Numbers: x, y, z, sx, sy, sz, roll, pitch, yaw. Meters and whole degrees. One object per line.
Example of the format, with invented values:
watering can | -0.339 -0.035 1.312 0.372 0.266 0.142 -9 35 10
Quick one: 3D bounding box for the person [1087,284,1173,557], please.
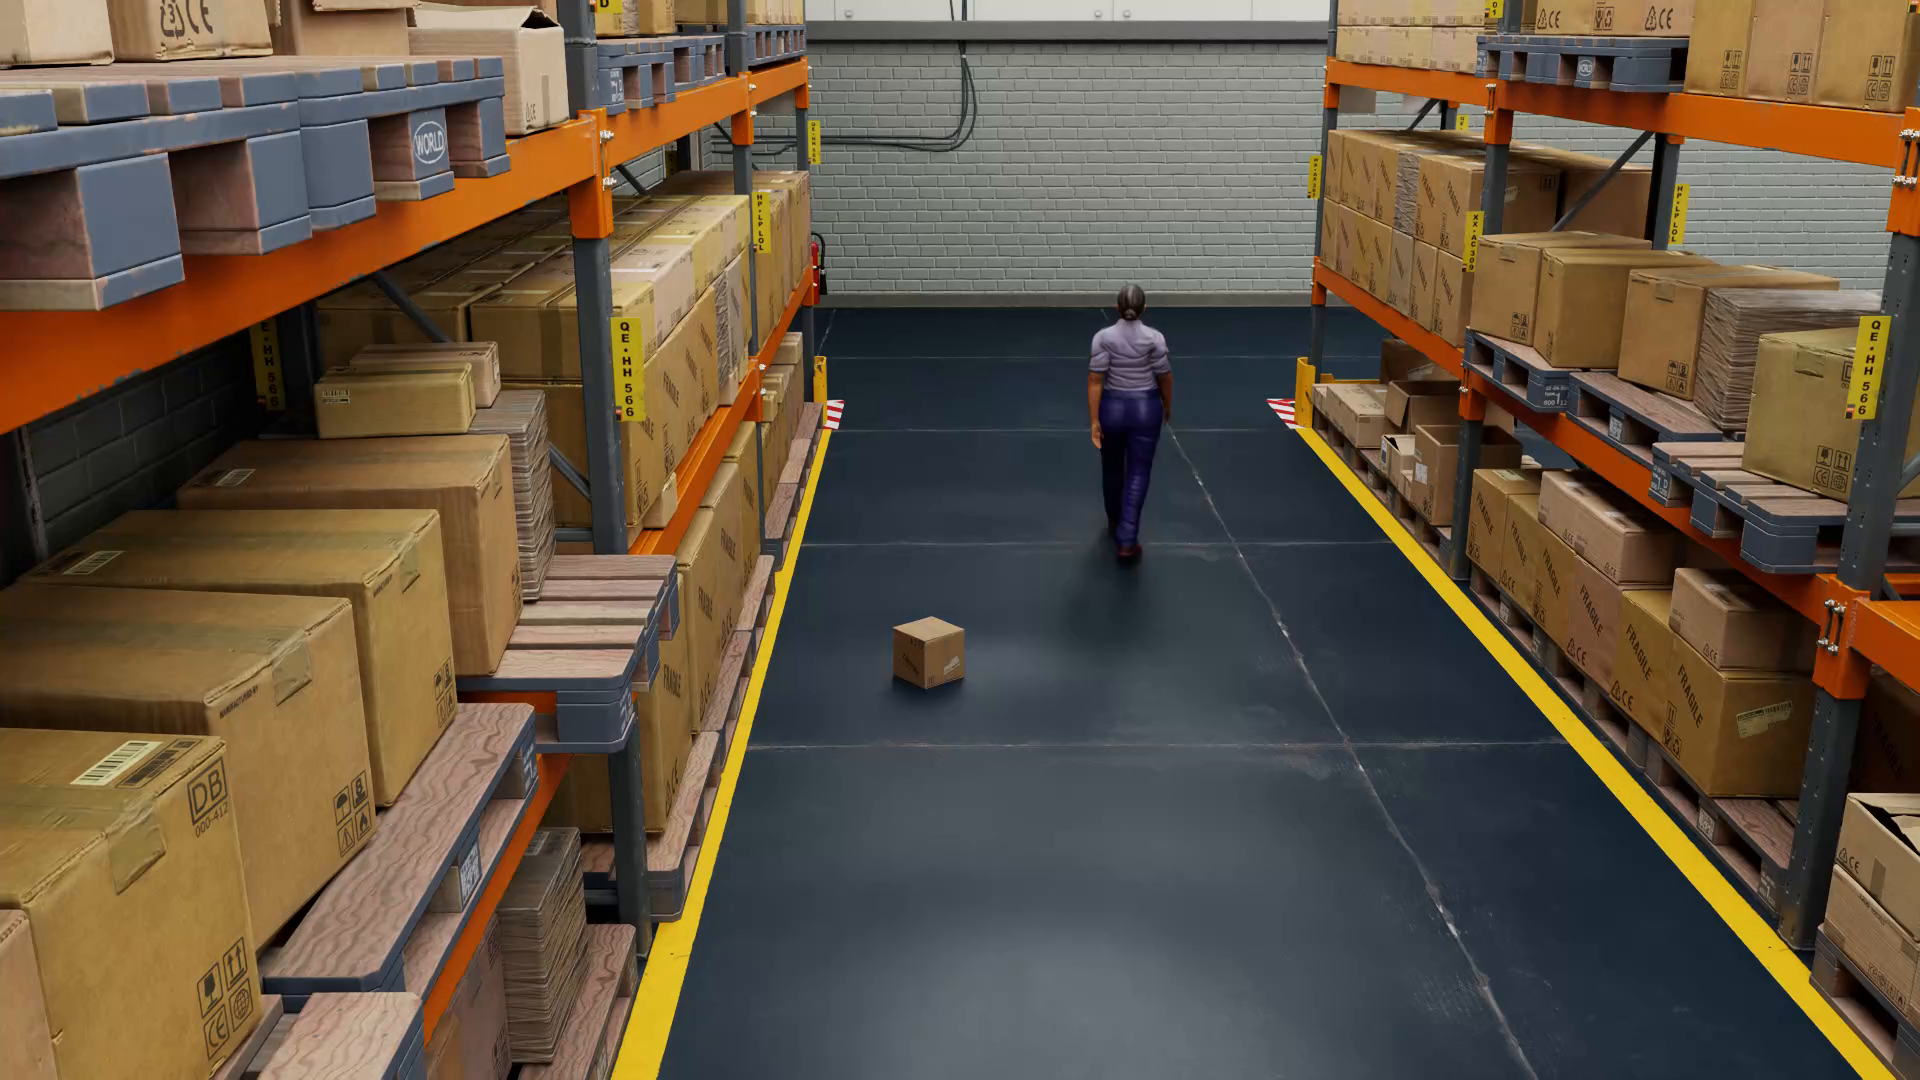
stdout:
person | 1.037 -0.763 9.995 0.477 1.585 0.975 5 18 16
